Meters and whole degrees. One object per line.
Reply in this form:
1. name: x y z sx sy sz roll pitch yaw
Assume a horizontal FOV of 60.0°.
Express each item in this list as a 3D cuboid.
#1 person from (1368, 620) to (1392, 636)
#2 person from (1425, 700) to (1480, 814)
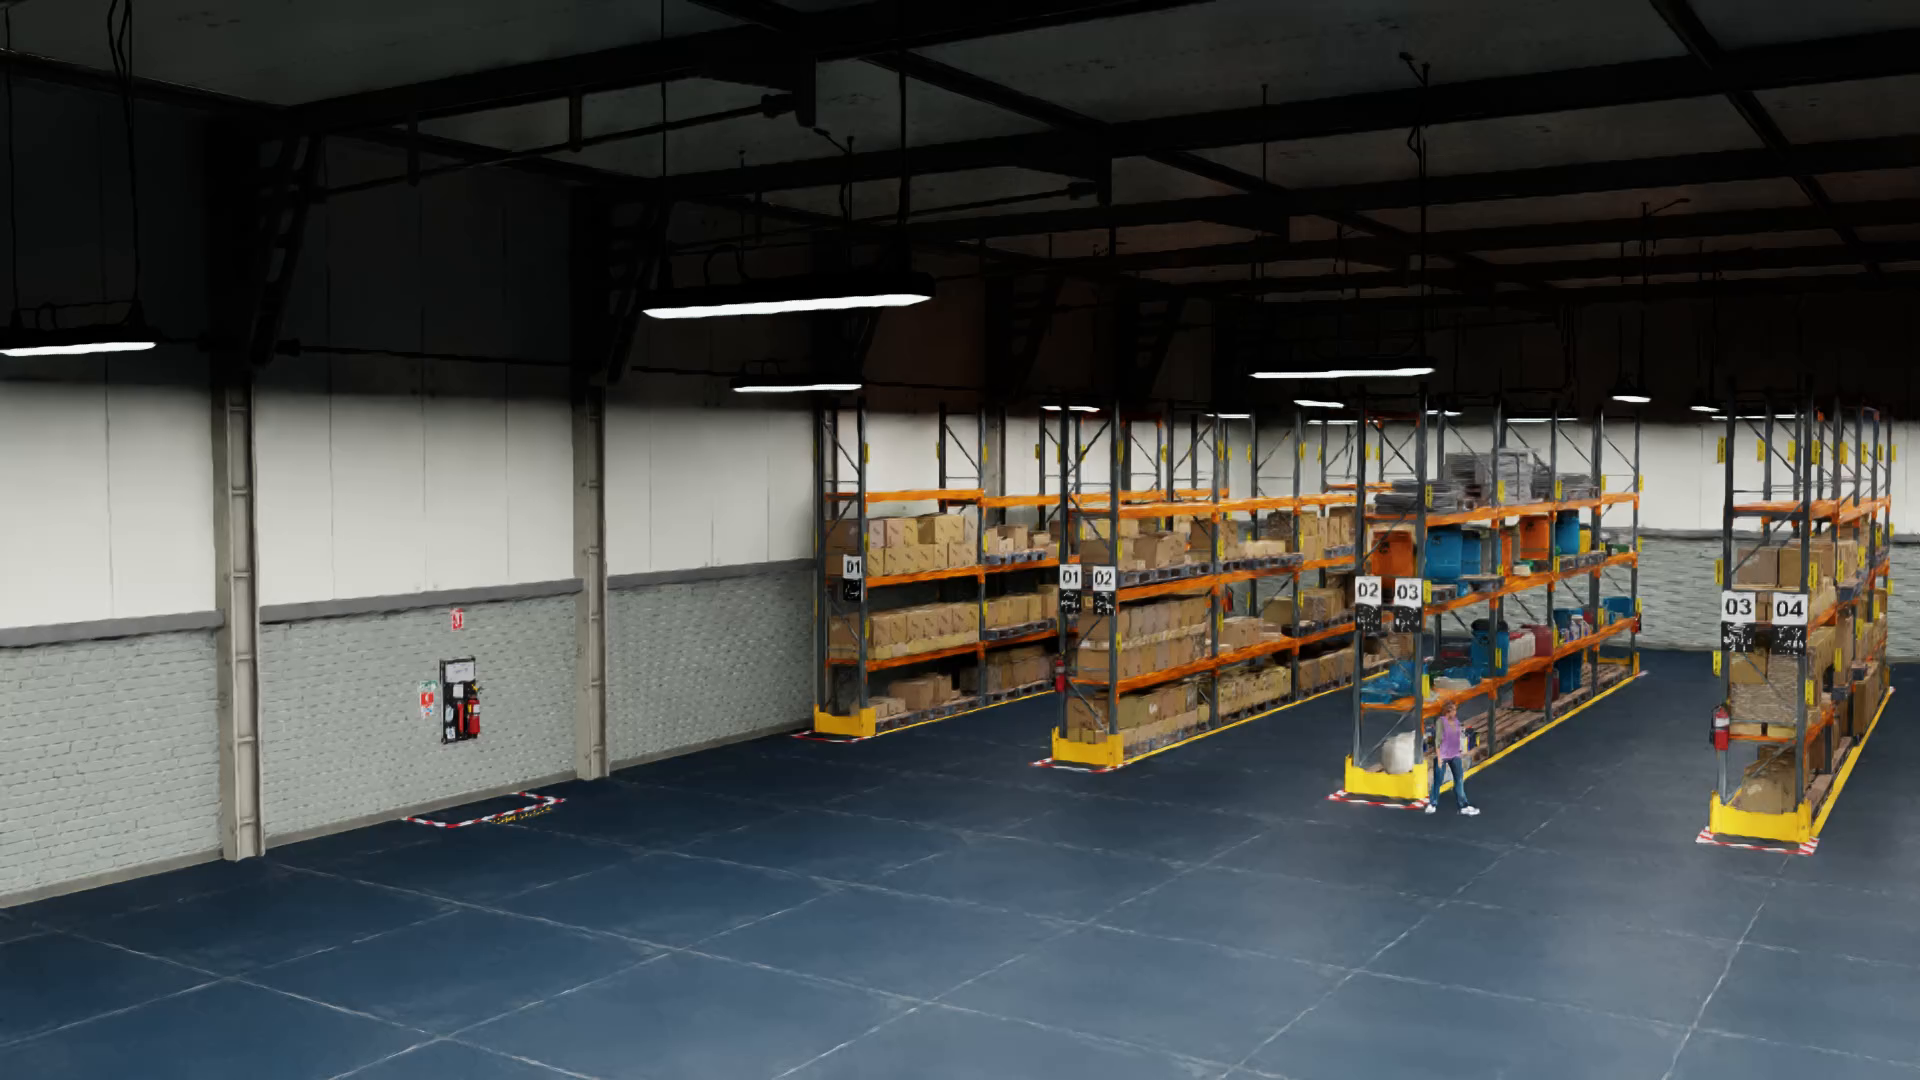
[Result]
1. person: 11.336 1.802 44.754 0.585 1.685 0.949 0 3 6
2. person: 6.773 2.990 22.953 0.638 1.588 0.529 -1 3 -22
